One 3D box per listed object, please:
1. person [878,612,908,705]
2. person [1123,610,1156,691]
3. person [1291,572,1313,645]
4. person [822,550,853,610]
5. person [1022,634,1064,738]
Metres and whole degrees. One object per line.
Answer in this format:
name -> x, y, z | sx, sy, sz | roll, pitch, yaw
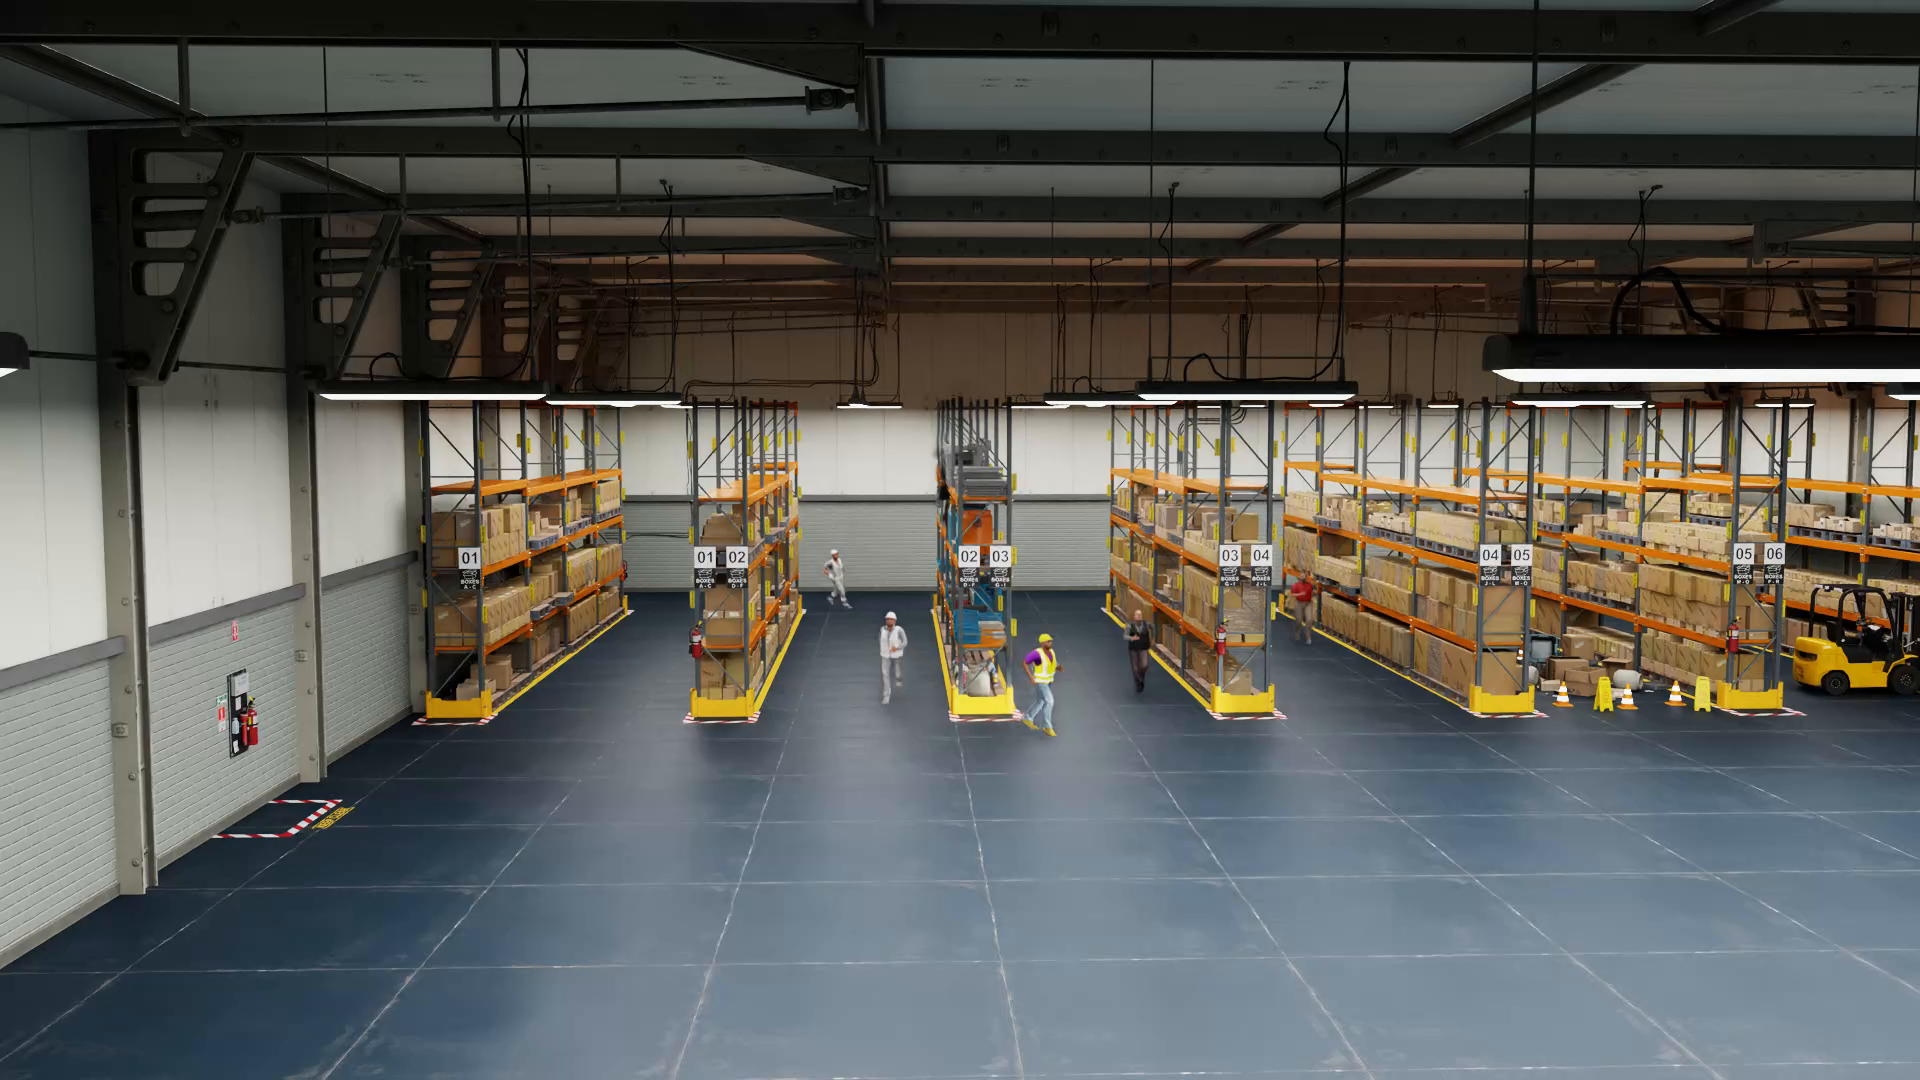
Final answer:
person -> -1.337, 2.311, 32.987 | 0.619, 1.775, 1.134 | 0, 4, 6
person -> 3.656, 2.247, 33.825 | 0.686, 1.669, 0.778 | 0, 4, 0
person -> 8.490, 1.683, 41.160 | 0.642, 1.787, 0.762 | 0, 4, -5
person -> -3.625, 1.142, 48.053 | 0.952, 1.745, 0.673 | 3, 5, 32
person -> 1.457, 2.555, 29.544 | 0.807, 1.815, 0.688 | 3, 5, 35
